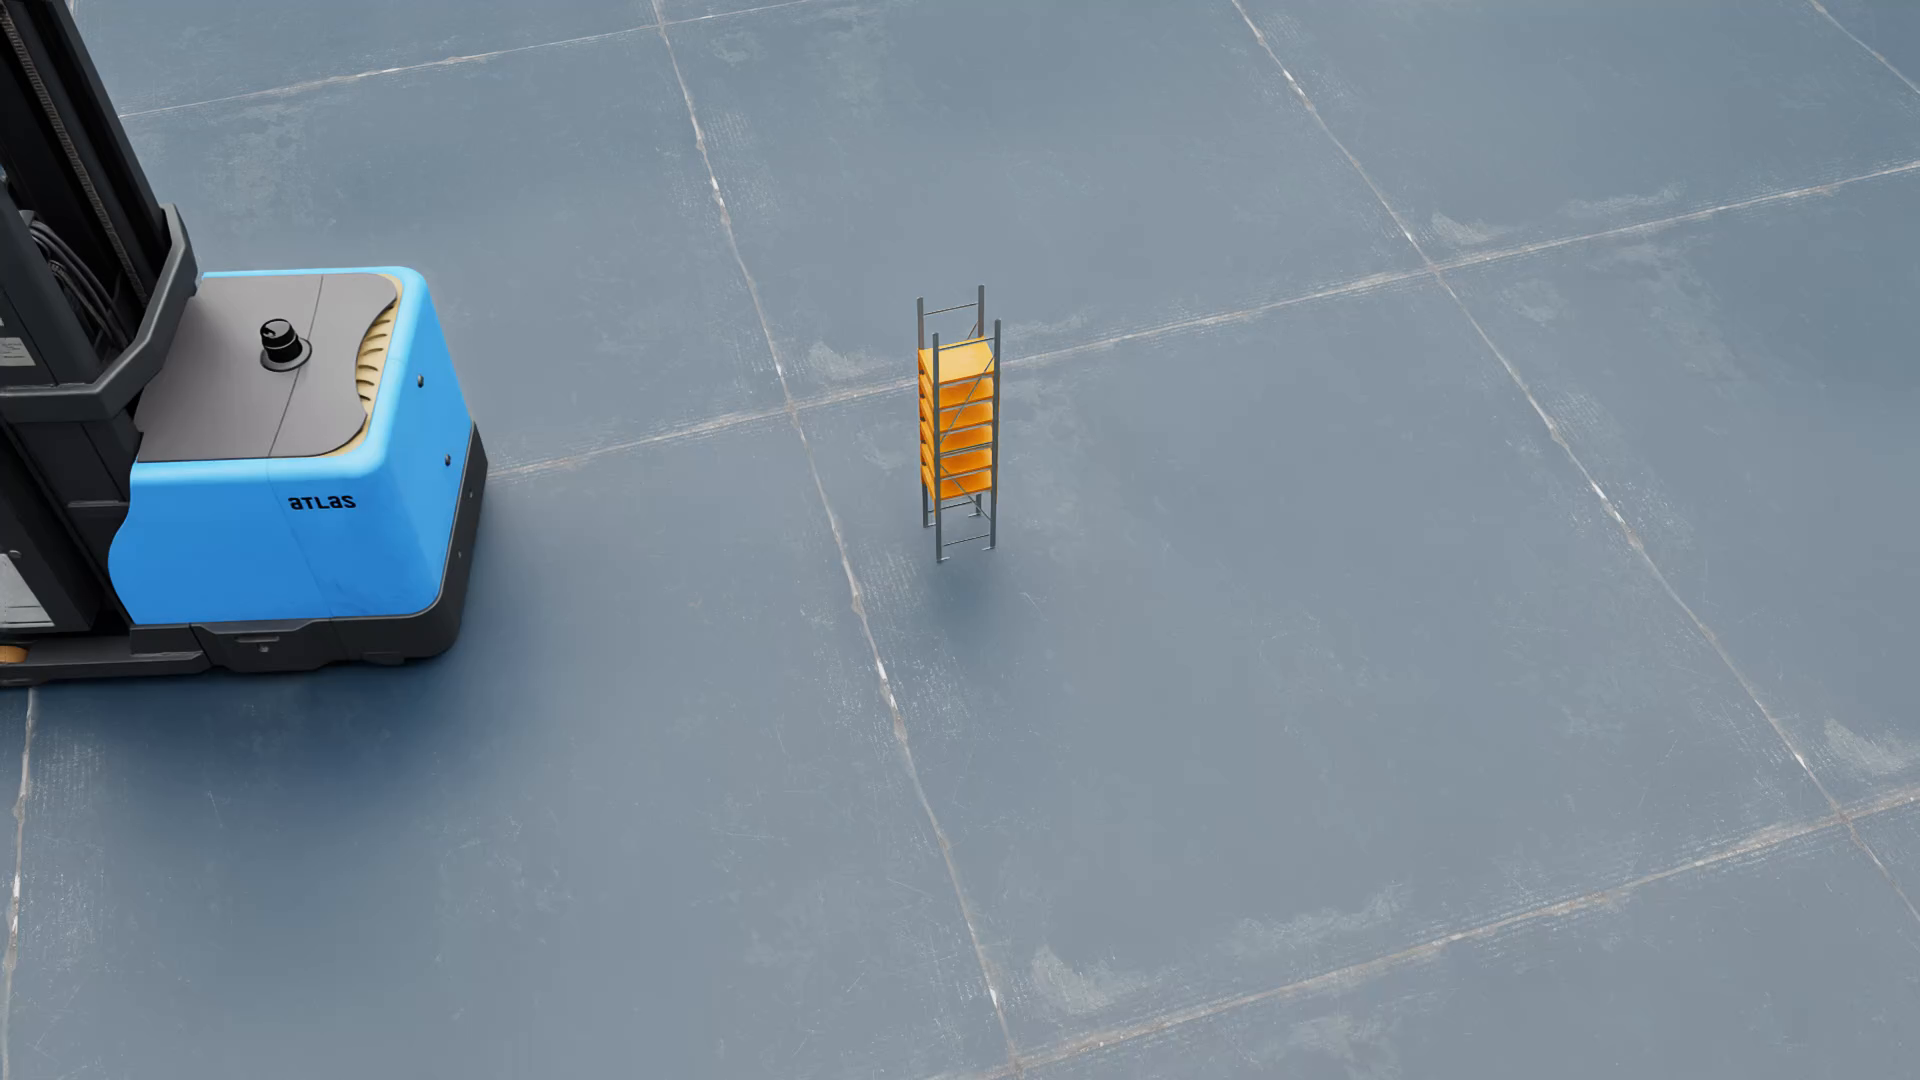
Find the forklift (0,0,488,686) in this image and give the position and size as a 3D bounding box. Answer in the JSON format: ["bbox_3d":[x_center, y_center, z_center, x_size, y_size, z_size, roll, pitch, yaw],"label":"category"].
[{"bbox_3d":[-3.393,-0.818,5.312,3.031,2.935,1.130,-2,50,-2],"label":"forklift"}]

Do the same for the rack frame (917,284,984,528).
[{"bbox_3d":[-0.031,-0.464,6.146,0.240,1.200,0.006,-13,51,-11],"label":"rack frame"}]

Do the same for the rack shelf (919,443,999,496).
[{"bbox_3d":[-0.004,-0.291,6.216,0.258,0.103,0.180,-13,51,-11],"label":"rack shelf"}]

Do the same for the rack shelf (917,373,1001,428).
[{"bbox_3d":[-0.004,-0.523,5.940,0.258,0.103,0.180,-13,51,-11],"label":"rack shelf"}]

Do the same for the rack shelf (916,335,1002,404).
[{"bbox_3d":[-0.004,-0.601,5.849,0.258,0.103,0.180,-13,51,-11],"label":"rack shelf"}]

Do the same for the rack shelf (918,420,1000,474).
[{"bbox_3d":[-0.004,-0.369,6.124,0.258,0.103,0.180,-13,51,-11],"label":"rack shelf"}]

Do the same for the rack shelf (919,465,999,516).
[{"bbox_3d":[-0.004,-0.214,6.307,0.258,0.103,0.180,-13,51,-11],"label":"rack shelf"}]

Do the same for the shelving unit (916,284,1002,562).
[{"bbox_3d":[-0.004,-0.397,6.090,0.258,1.200,0.189,-13,51,-11],"label":"shelving unit"}]

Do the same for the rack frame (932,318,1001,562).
[{"bbox_3d":[0.023,-0.330,6.034,0.240,1.200,0.006,-13,51,-11],"label":"rack frame"}]

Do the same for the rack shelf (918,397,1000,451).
[{"bbox_3d":[-0.004,-0.446,6.032,0.258,0.103,0.180,-13,51,-11],"label":"rack shelf"}]
